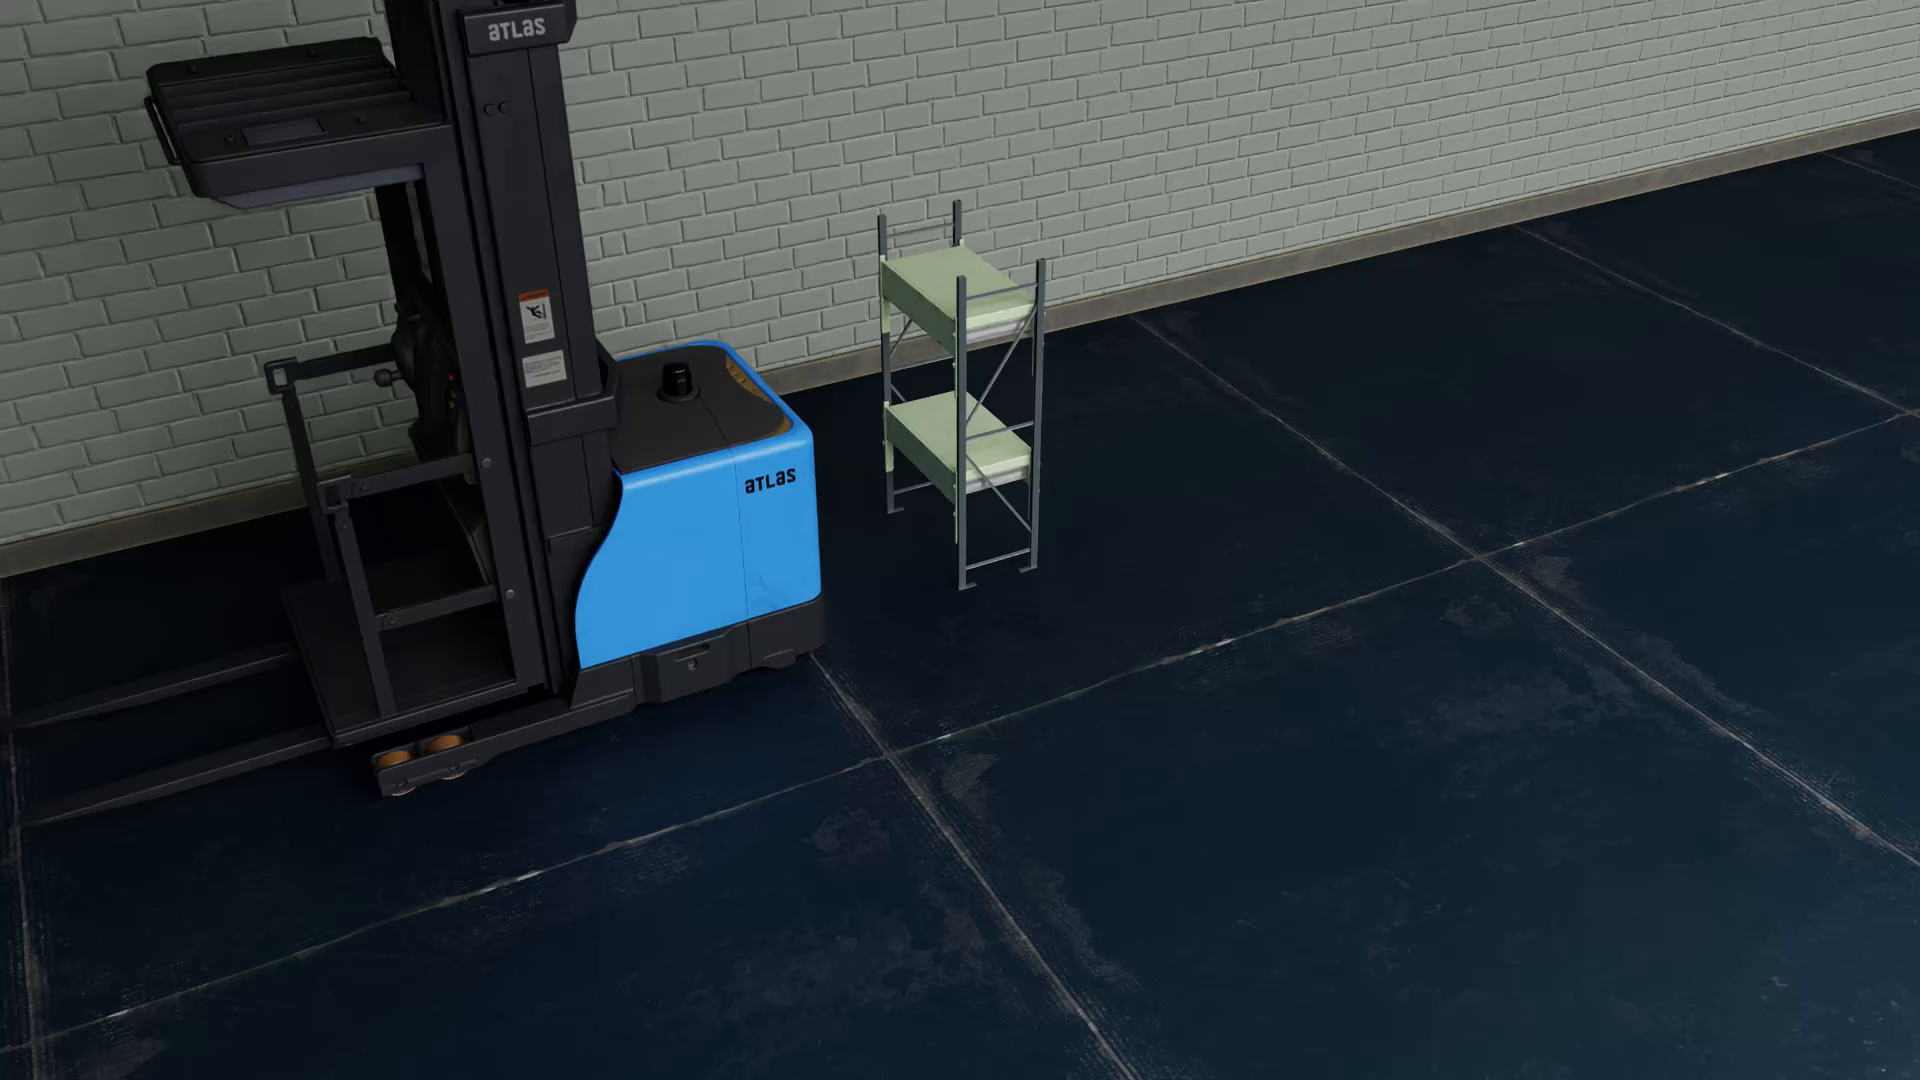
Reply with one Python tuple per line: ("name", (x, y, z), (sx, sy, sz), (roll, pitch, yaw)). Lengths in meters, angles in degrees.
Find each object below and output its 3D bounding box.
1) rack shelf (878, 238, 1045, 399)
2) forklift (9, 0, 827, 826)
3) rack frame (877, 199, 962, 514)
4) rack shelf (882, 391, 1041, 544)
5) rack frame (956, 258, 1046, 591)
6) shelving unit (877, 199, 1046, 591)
("rack shelf", (-0.003, -0.963, 7.140), (0.431, 0.370, 0.720), (-16, 36, -23))
("forklift", (-2.100, -0.600, 5.970), (3.031, 2.935, 1.130), (-16, 36, -24))
("rack frame", (-0.174, -0.809, 7.623), (0.400, 1.500, 0.023), (-16, 36, -23))
("rack shelf", (-0.003, -0.360, 7.526), (0.431, 0.370, 0.720), (-16, 36, -23))
("rack frame", (0.168, -0.460, 7.078), (0.400, 1.500, 0.023), (-16, 36, -23))
("shelving unit", (-0.003, -0.635, 7.350), (0.431, 1.500, 0.755), (-16, 36, -23))
